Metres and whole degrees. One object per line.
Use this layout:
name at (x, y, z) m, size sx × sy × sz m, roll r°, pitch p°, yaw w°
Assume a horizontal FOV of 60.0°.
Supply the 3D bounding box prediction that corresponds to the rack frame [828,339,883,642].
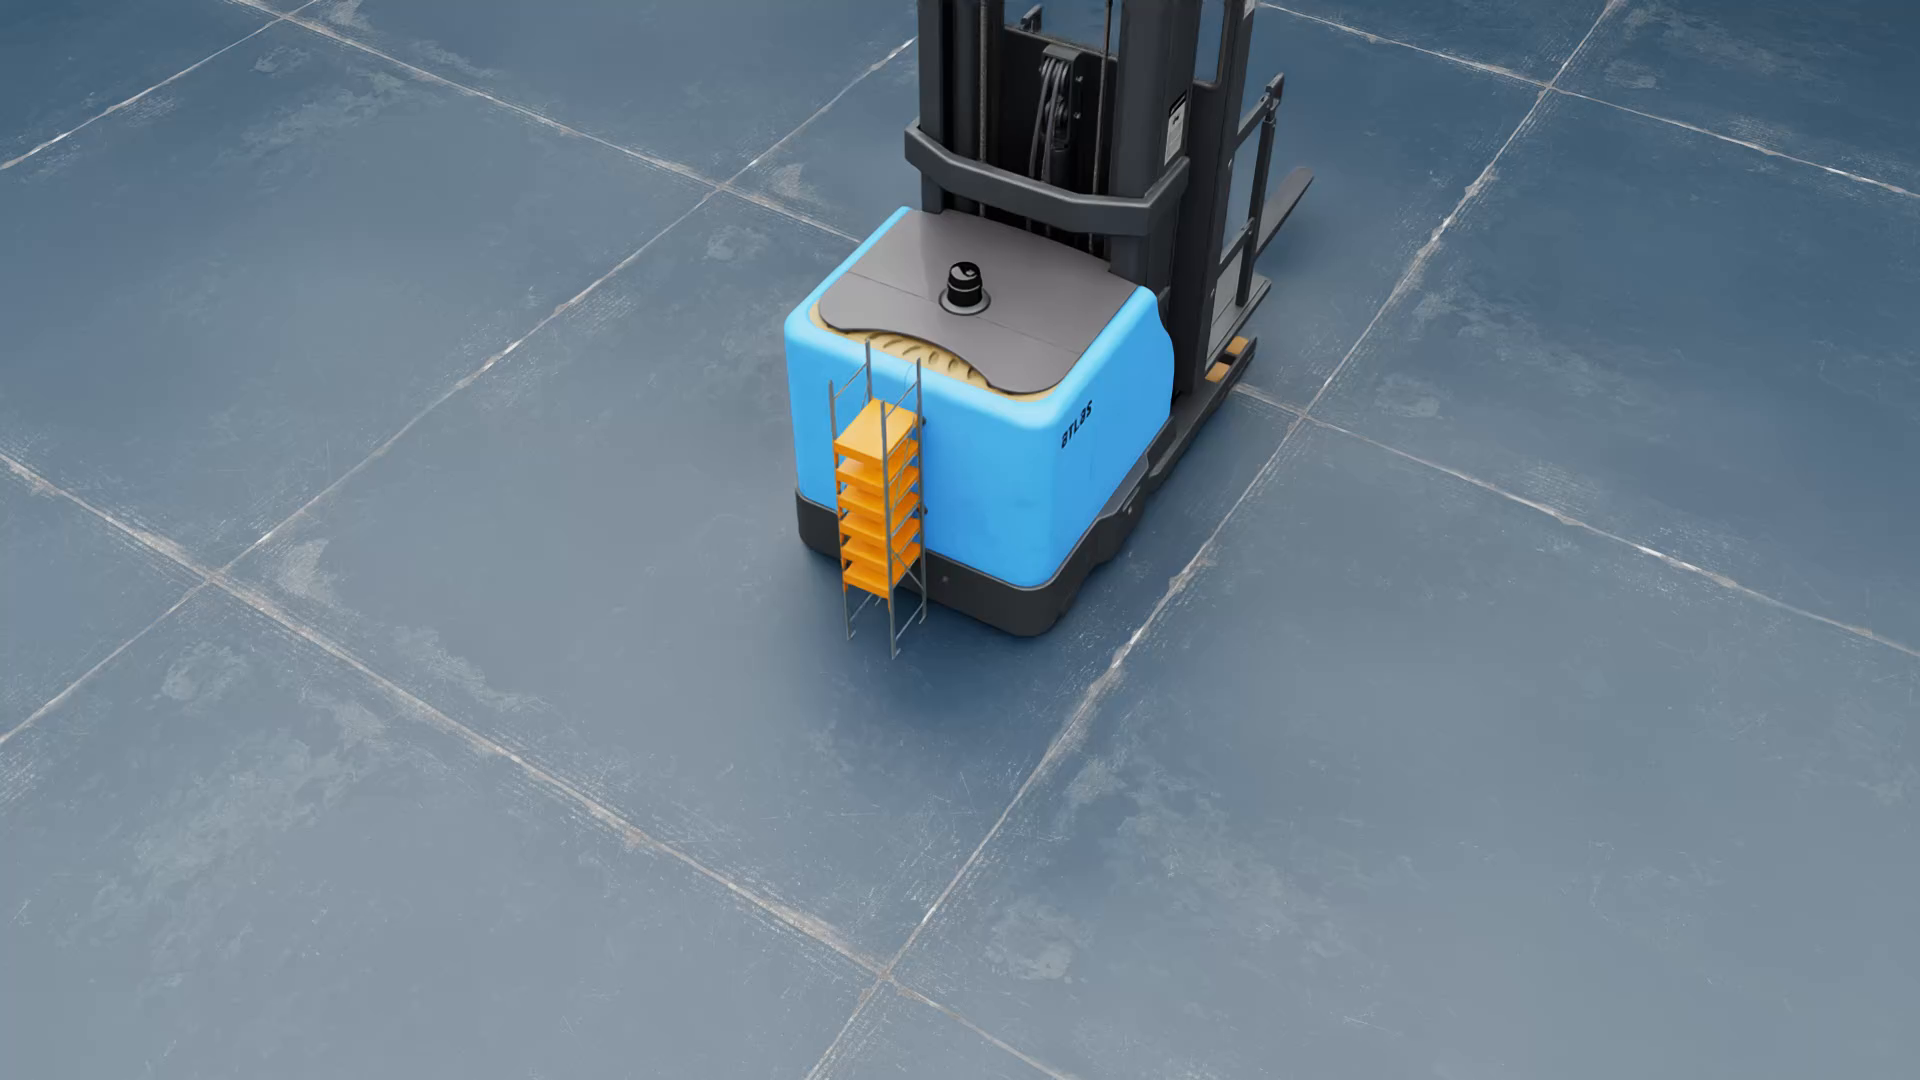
rack frame at (-0.341, -0.134, 5.543) m, size 0.006 × 1.200 × 0.240 m, roll 21°, pitch 50°, yaw 19°

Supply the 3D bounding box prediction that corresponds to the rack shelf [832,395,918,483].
rack shelf at (-0.260, -0.322, 5.286) m, size 0.180 × 0.103 × 0.258 m, roll 21°, pitch 50°, yaw 19°

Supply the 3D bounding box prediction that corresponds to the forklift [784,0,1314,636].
forklift at (0.572, -1.735, 5.892) m, size 1.130 × 2.935 × 3.031 m, roll 22°, pitch 50°, yaw 20°

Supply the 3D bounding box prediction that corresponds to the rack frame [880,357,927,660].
rack frame at (-0.180, -0.071, 5.482) m, size 0.006 × 1.200 × 0.240 m, roll 21°, pitch 50°, yaw 19°

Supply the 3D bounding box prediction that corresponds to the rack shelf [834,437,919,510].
rack shelf at (-0.260, -0.239, 5.372) m, size 0.180 × 0.103 × 0.258 m, roll 21°, pitch 50°, yaw 19°

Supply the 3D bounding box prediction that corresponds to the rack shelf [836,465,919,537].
rack shelf at (-0.260, -0.155, 5.459) m, size 0.180 × 0.103 × 0.258 m, roll 21°, pitch 50°, yaw 19°

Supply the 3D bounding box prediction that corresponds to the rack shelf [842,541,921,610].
rack shelf at (-0.260, 0.096, 5.717) m, size 0.180 × 0.103 × 0.258 m, roll 21°, pitch 50°, yaw 19°

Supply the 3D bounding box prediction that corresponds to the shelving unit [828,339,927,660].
shelving unit at (-0.260, -0.102, 5.513) m, size 0.189 × 1.200 × 0.258 m, roll 21°, pitch 50°, yaw 19°

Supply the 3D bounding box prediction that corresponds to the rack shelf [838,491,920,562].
rack shelf at (-0.260, -0.071, 5.545) m, size 0.180 × 0.103 × 0.258 m, roll 21°, pitch 50°, yaw 19°

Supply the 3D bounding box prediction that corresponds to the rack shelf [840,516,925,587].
rack shelf at (-0.260, 0.012, 5.631) m, size 0.180 × 0.103 × 0.258 m, roll 21°, pitch 50°, yaw 19°
